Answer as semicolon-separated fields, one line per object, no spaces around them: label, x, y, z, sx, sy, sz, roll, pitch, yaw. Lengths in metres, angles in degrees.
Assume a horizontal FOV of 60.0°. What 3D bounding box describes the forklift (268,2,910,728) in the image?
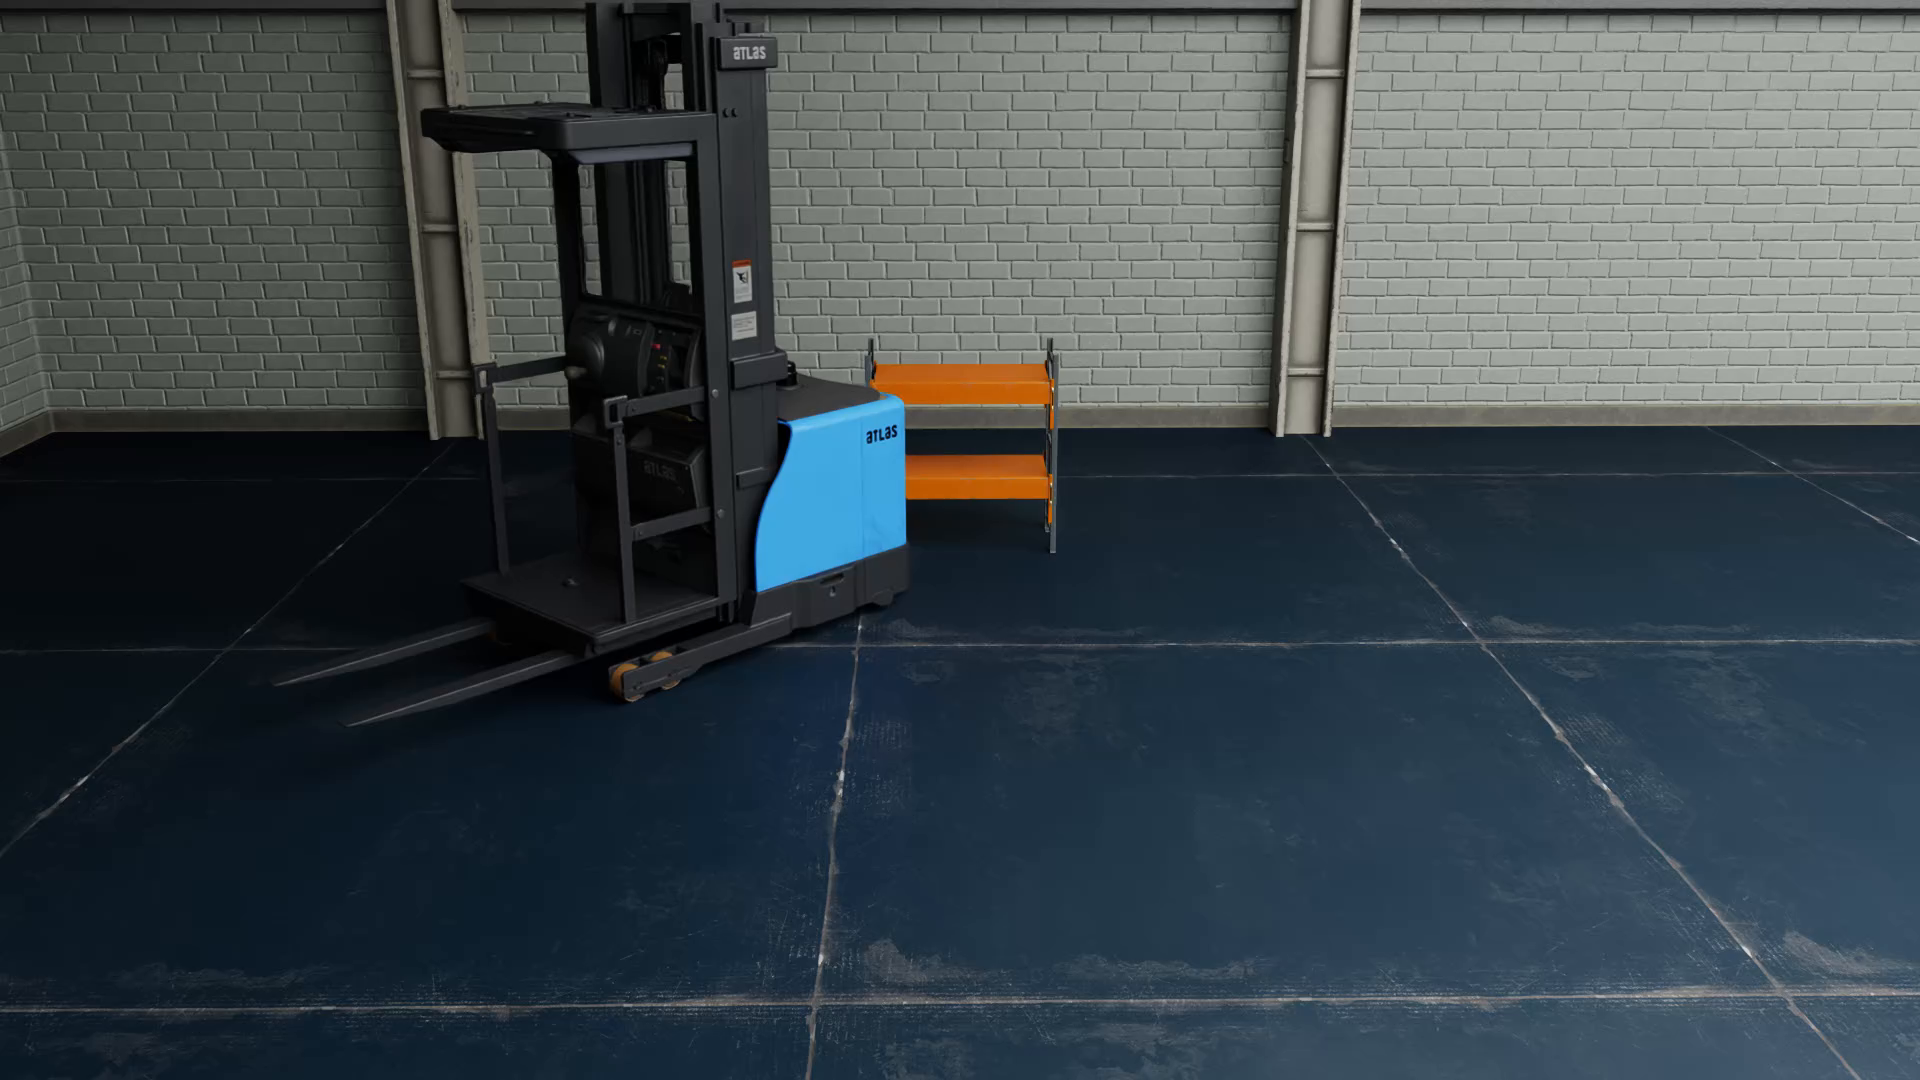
forklift;-1.629;-0.858;7.425;1.130;2.935;3.031;16;24;40

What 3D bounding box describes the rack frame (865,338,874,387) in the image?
rack frame;-0.502;-0.533;9.368;0.032;1.125;0.500;0;18;-1

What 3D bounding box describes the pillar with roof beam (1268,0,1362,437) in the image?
pillar with roof beam;2.511;-3.755;6.520;0.400;9.000;9.100;0;18;-1

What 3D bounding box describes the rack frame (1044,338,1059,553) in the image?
rack frame;0.515;-0.538;9.384;0.032;1.125;0.500;0;18;-1

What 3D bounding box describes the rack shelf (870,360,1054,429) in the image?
rack shelf;0.007;-0.814;9.286;1.000;0.278;0.538;0;18;-1

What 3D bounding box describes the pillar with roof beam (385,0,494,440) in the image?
pillar with roof beam;-3.488;-3.726;6.429;0.400;9.000;9.100;0;18;-1

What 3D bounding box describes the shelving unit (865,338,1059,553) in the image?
shelving unit;0.007;-0.536;9.376;1.048;1.125;0.538;0;18;-1

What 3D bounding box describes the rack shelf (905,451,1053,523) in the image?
rack shelf;0.007;-0.303;9.451;1.000;0.278;0.538;0;18;-1
